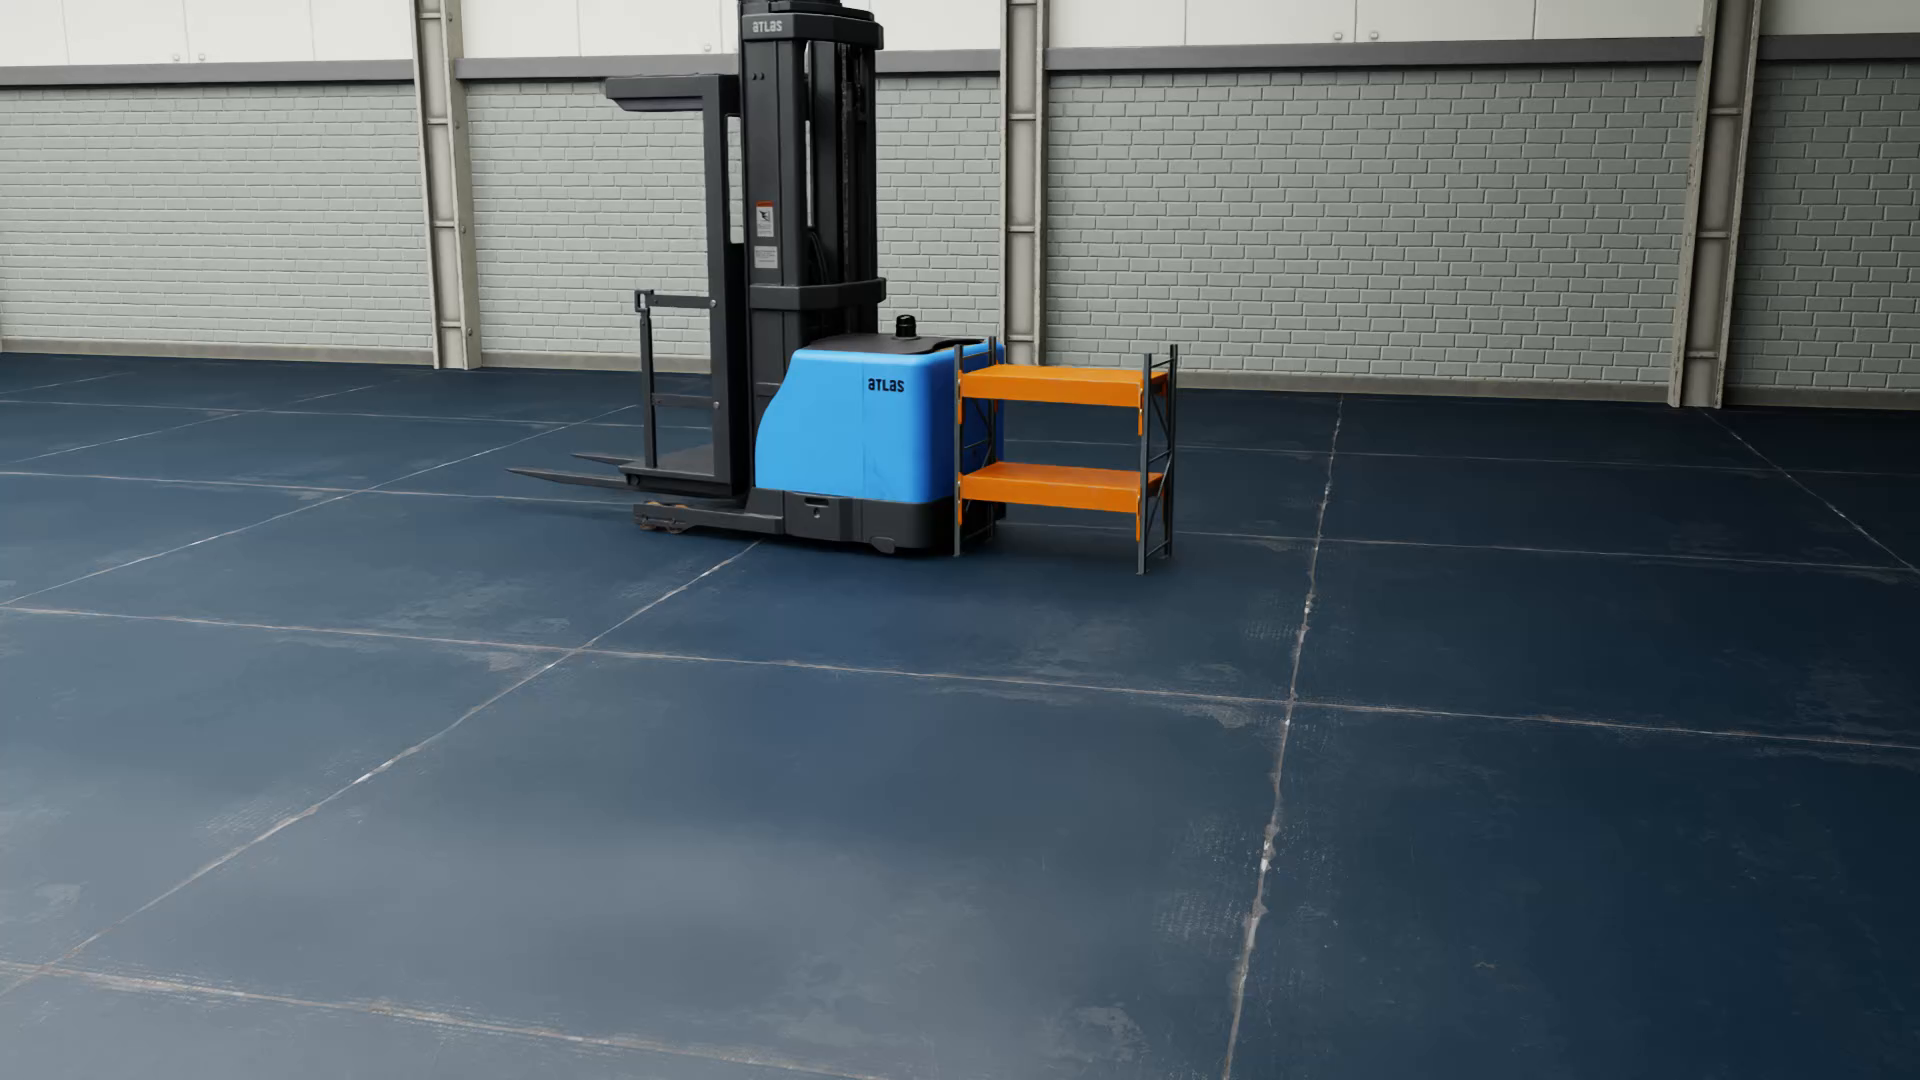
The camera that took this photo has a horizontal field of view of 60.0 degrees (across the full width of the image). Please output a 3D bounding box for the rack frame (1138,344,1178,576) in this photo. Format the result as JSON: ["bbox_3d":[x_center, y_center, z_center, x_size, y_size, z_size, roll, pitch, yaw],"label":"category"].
[{"bbox_3d":[1.016,-0.419,8.527,0.032,1.125,0.500,5,14,23],"label":"rack frame"}]

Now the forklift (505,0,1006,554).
[{"bbox_3d":[-1.286,-1.559,9.493,3.031,2.935,1.130,6,14,27],"label":"forklift"}]

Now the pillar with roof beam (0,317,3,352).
[{"bbox_3d":[-12.087,-5.600,13.700,0.400,9.000,9.100,3,13,14],"label":"pillar with roof beam"}]

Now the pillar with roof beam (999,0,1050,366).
[{"bbox_3d":[-0.436,-4.978,10.893,0.400,9.000,9.100,3,13,14],"label":"pillar with roof beam"}]

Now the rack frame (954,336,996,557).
[{"bbox_3d":[0.085,-0.507,8.924,0.032,1.125,0.500,5,14,23],"label":"rack frame"}]

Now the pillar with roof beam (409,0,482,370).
[{"bbox_3d":[-6.261,-5.289,12.297,0.400,9.000,9.100,3,13,14],"label":"pillar with roof beam"}]

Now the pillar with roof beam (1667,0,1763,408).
[{"bbox_3d":[5.389,-4.666,9.490,0.400,9.000,9.100,3,13,14],"label":"pillar with roof beam"}]

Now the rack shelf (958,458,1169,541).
[{"bbox_3d":[0.550,-0.225,8.779,1.000,0.278,0.538,5,14,23],"label":"rack shelf"}]

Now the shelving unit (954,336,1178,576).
[{"bbox_3d":[0.550,-0.463,8.726,1.048,1.125,0.538,5,14,23],"label":"shelving unit"}]

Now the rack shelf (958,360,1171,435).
[{"bbox_3d":[0.550,-0.749,8.662,1.000,0.278,0.538,5,14,23],"label":"rack shelf"}]
